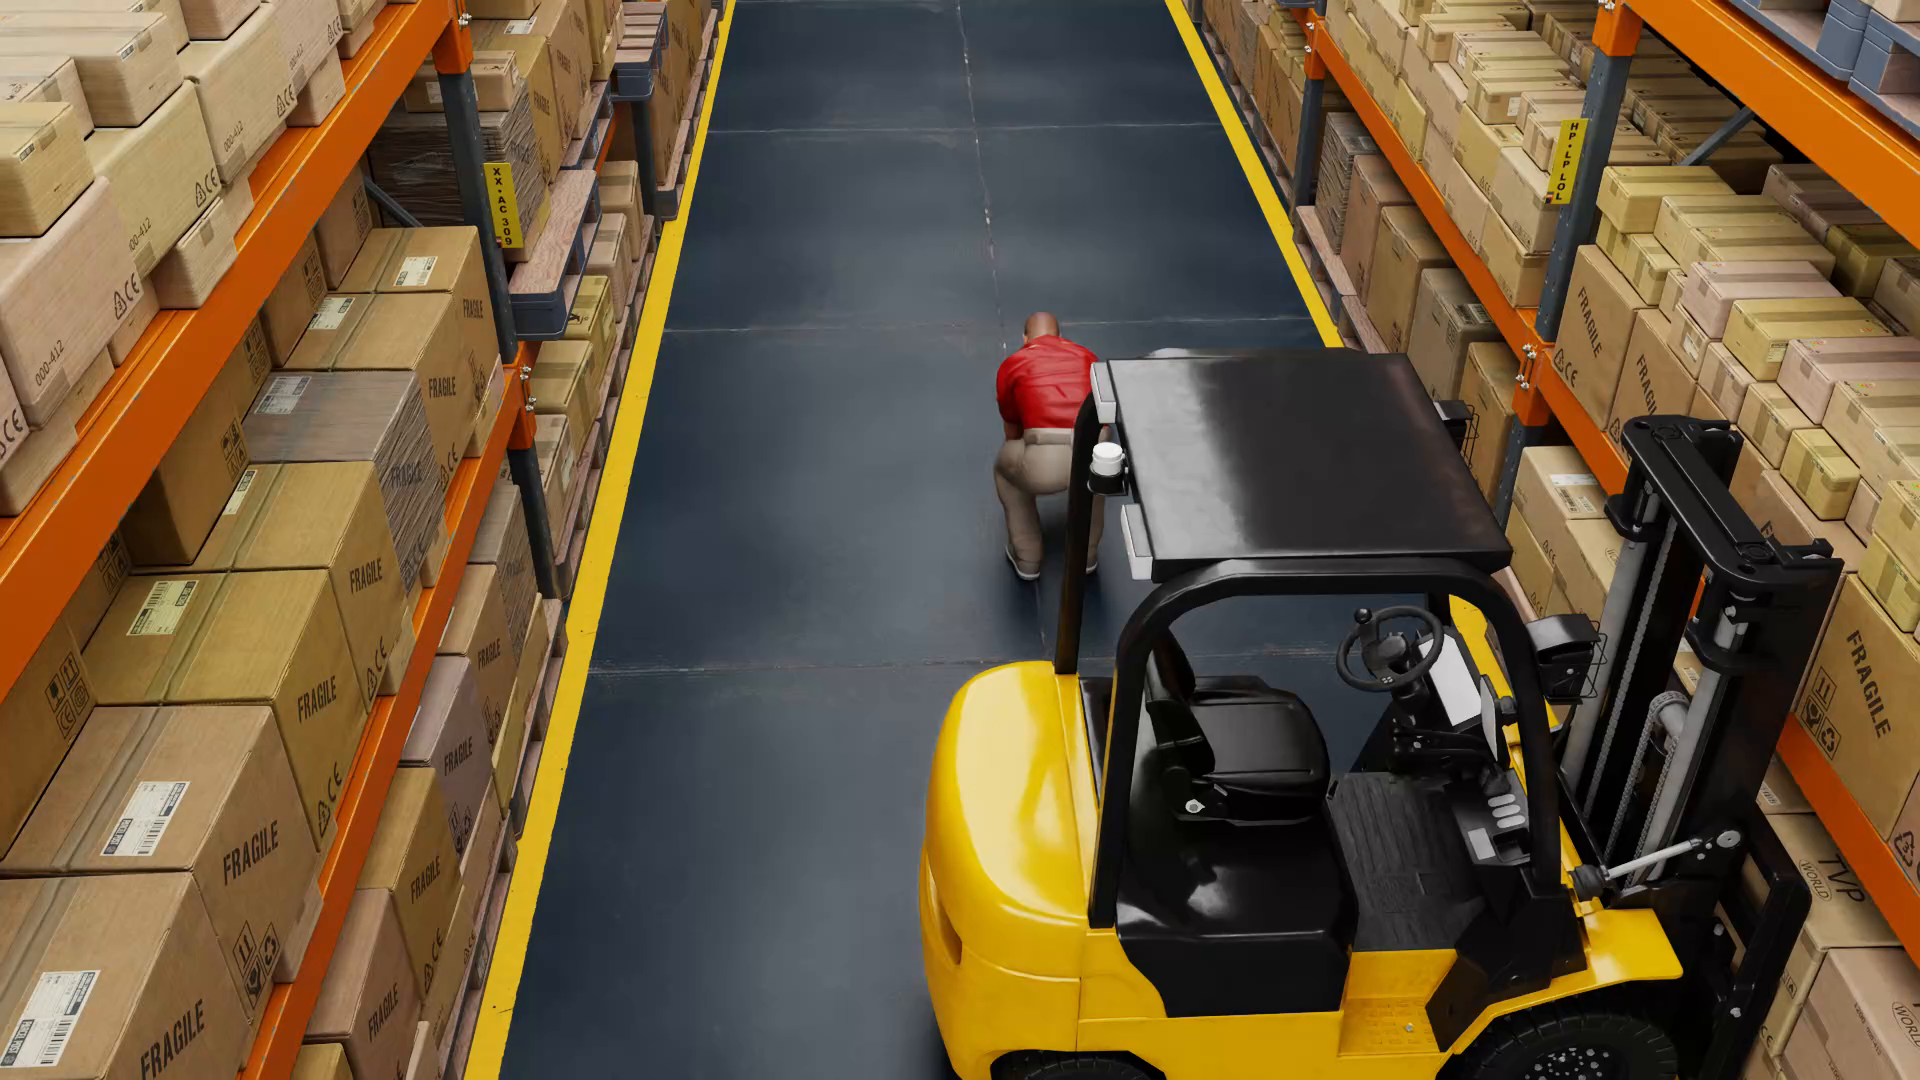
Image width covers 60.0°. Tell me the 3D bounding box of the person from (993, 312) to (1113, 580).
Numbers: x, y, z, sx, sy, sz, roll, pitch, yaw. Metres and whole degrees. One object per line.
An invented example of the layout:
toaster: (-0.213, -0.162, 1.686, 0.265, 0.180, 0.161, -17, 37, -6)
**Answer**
person: (0.415, -0.390, 7.372, 0.536, 0.981, 0.930, -3, 35, -4)
